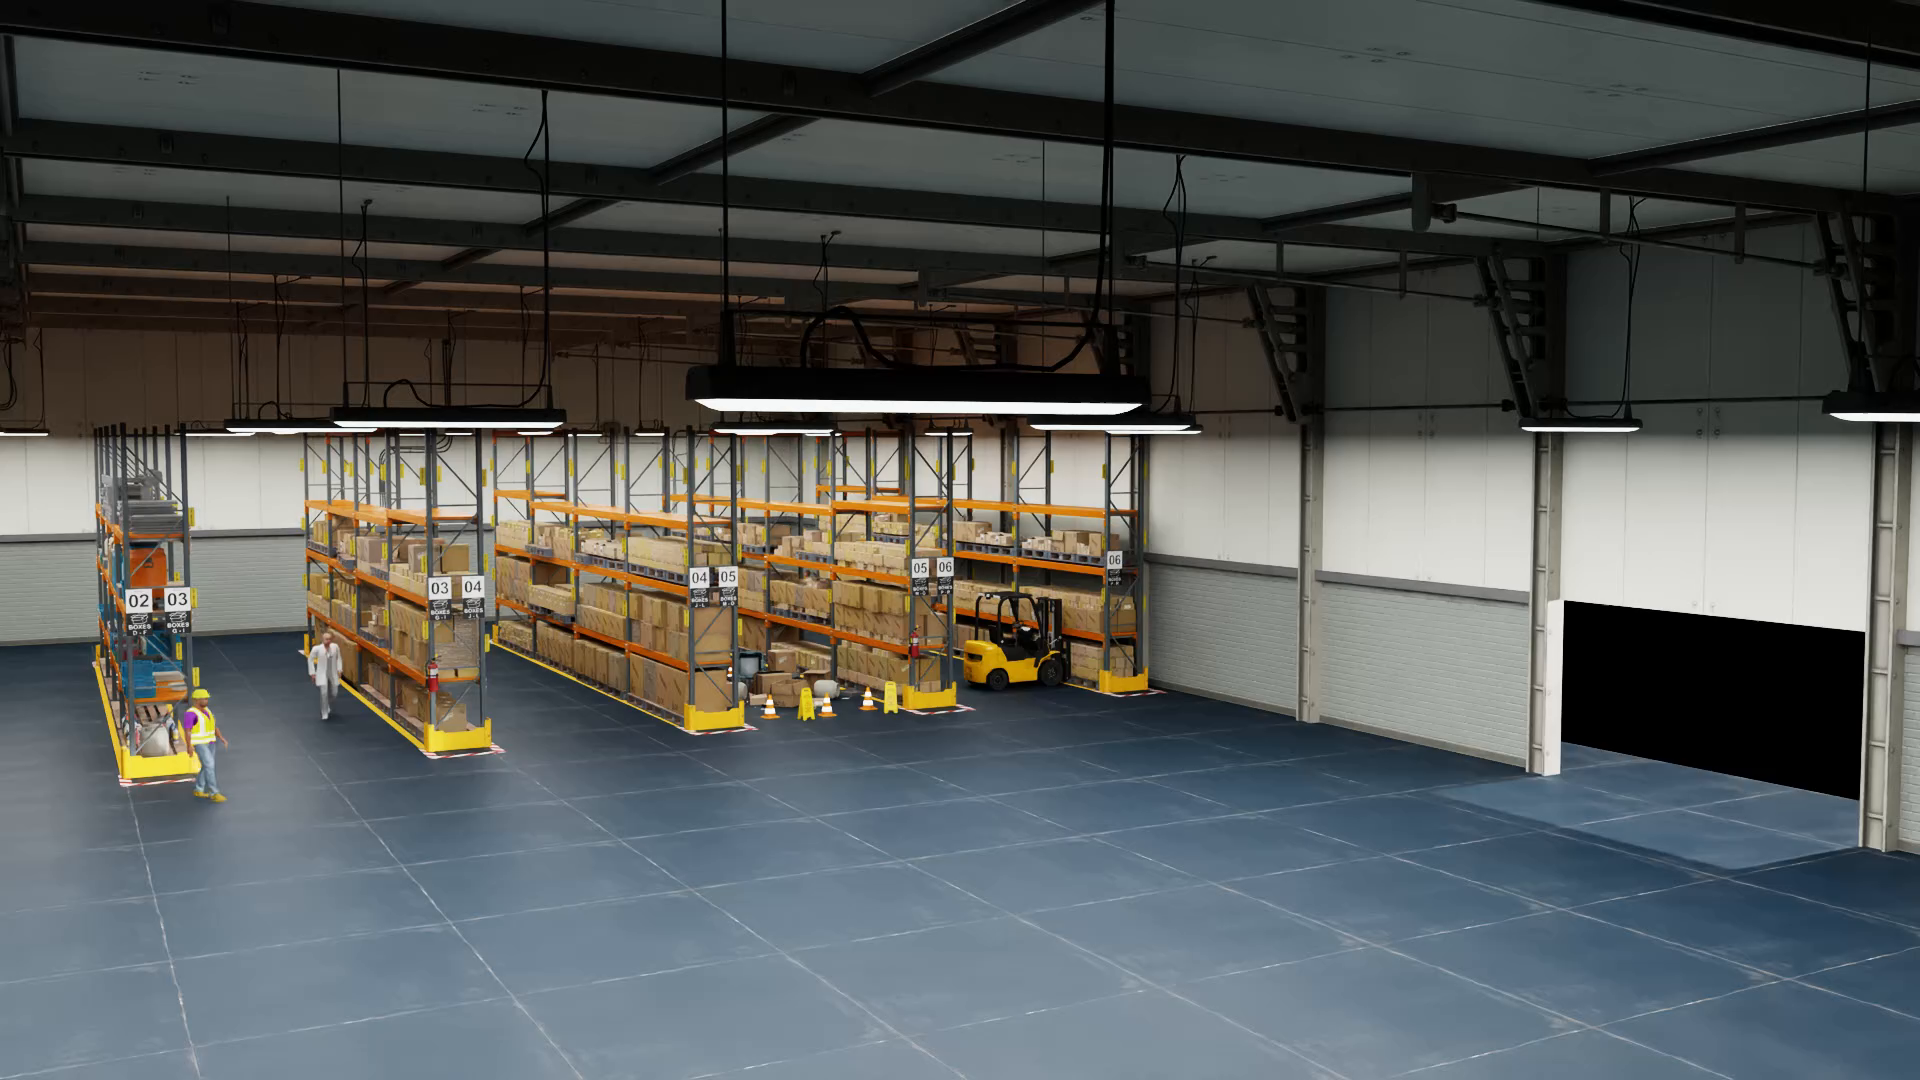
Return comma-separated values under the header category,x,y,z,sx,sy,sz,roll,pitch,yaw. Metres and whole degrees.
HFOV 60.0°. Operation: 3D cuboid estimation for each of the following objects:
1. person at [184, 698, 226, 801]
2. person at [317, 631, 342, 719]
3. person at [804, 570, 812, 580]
category,x,y,z,sx,sy,sz,roll,pitch,yaw
person,-12.027,3.281,26.526,0.669,1.709,0.670,0,3,-7
person,-13.013,2.759,34.202,0.585,1.785,0.650,2,4,24
person,-4.890,1.758,52.838,0.477,1.613,0.633,1,4,22
